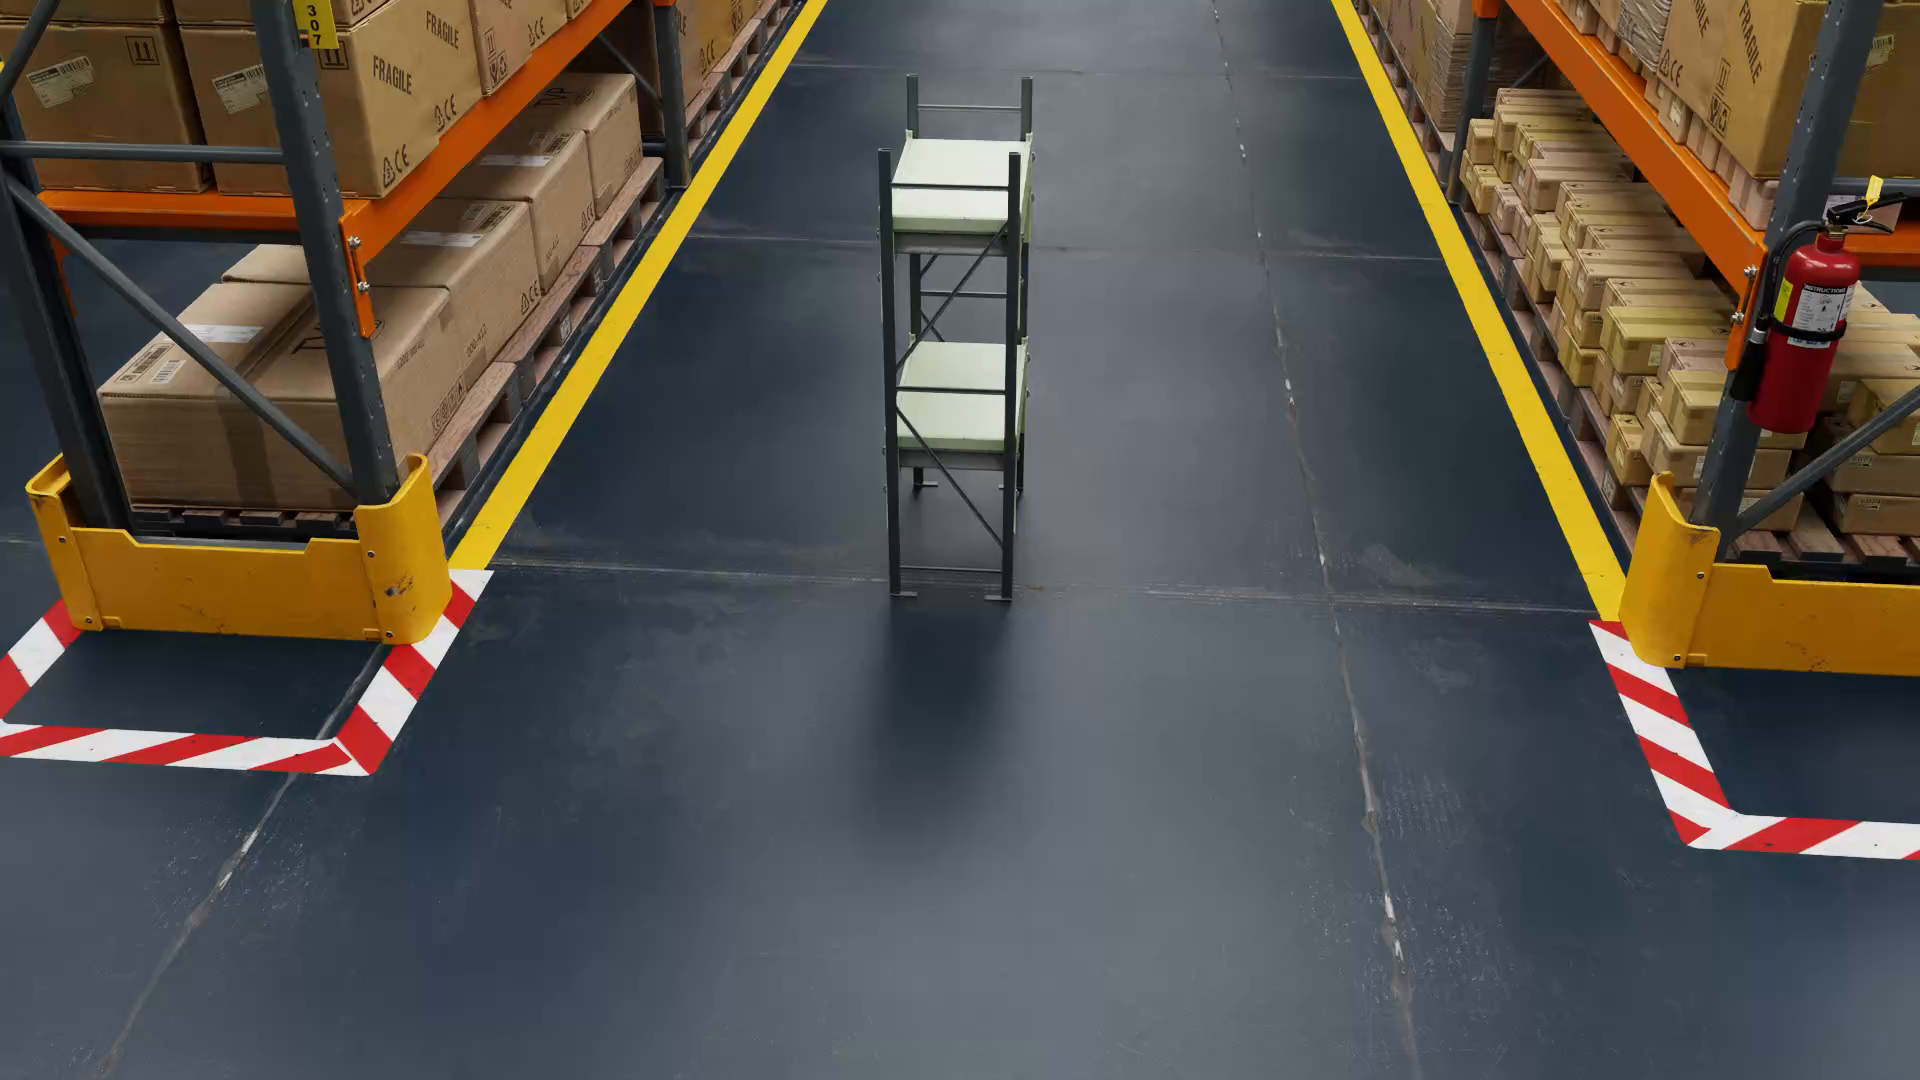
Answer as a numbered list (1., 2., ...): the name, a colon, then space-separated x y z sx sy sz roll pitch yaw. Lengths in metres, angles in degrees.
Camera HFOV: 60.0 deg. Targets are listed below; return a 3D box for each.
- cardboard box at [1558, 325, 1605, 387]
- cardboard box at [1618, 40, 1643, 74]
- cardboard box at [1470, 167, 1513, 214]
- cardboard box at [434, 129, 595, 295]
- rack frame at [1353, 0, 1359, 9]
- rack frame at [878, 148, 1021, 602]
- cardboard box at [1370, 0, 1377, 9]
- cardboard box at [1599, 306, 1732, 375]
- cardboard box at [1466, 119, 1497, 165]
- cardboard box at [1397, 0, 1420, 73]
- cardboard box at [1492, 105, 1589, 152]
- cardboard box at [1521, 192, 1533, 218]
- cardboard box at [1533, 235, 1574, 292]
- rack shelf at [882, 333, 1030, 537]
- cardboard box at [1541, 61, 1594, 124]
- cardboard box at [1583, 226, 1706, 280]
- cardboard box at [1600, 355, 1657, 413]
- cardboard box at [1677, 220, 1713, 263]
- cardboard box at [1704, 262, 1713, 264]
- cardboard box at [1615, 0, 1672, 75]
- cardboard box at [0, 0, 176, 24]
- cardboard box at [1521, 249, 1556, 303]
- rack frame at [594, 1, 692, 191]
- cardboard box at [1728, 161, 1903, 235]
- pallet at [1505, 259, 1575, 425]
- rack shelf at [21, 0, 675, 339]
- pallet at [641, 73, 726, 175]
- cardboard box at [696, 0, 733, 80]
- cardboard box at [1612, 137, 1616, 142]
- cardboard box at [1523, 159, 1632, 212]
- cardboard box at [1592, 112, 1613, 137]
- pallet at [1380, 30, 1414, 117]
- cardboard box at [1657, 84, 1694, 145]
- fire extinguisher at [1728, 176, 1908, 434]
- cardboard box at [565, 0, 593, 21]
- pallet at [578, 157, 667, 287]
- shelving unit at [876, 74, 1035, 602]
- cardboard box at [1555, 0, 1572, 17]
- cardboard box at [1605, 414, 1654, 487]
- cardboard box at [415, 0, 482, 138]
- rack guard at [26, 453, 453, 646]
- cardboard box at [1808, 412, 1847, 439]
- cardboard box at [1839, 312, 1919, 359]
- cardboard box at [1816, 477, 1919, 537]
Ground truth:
1. cardboard box: 2.516 -0.701 6.345 0.380 0.149 0.250 1 32 2
2. cardboard box: 2.631 -1.797 6.046 0.380 0.149 0.250 3 32 5
3. cardboard box: 2.642 -1.653 7.891 0.380 0.149 0.250 3 32 5
4. cardboard box: -2.158 -1.459 7.300 0.875 0.438 0.875 2 32 3
5. rack frame: 3.340 -5.095 11.159 1.000 3.000 0.127 2 32 4
6. rack frame: -0.029 -0.451 5.052 0.400 1.500 0.023 2 32 4
7. cardboard box: 3.028 -3.851 11.122 0.500 0.500 0.500 1 32 2
8. cardboard box: 2.451 -0.688 5.757 0.380 0.149 0.250 2 32 3
9. cardboard box: 2.666 -1.920 8.040 0.380 0.149 0.250 4 32 6
10. cardboard box: 2.911 -3.053 9.826 0.500 0.500 0.500 2 32 3
11. cardboard box: 2.698 -1.909 7.739 0.380 0.149 0.250 4 32 6
12. cardboard box: 2.726 -1.514 7.380 0.380 0.149 0.250 1 32 1
13. cardboard box: 2.551 -1.114 6.732 0.380 0.149 0.250 3 32 4
14. rack shelf: 0.001 -0.364 5.533 0.431 0.370 0.720 2 32 4
15. cardboard box: 3.339 -2.494 8.919 0.500 0.500 0.500 4 32 6
16. cardboard box: 2.634 -1.097 6.421 0.380 0.149 0.250 1 32 2
17. cardboard box: 2.487 -0.564 5.840 0.380 0.149 0.250 1 32 2
18. cardboard box: 3.082 -1.215 6.612 0.380 0.149 0.250 3 32 4
19. cardboard box: 3.066 -1.096 6.703 0.380 0.149 0.250 4 32 6
20. cardboard box: 2.547 -1.862 5.534 0.500 0.500 0.500 3 32 4
21. cardboard box: -2.452 -1.801 4.766 0.500 0.500 0.500 3 32 6
22. cardboard box: 2.599 -1.112 7.013 0.380 0.149 0.250 2 32 3
23. rack frame: -1.928 -3.162 8.023 1.000 3.000 0.127 2 32 4
24. cardboard box: 2.433 -0.988 4.733 0.380 0.149 0.250 2 32 4
25. pallet: 2.898 -0.824 6.887 1.003 0.211 1.213 2 32 4
26. rack shelf: -2.091 -1.810 6.514 1.077 0.370 4.000 2 32 4
27. pallet: -1.940 -2.382 9.414 1.003 0.211 1.213 2 32 4
28. cardboard box: -1.891 -3.237 9.768 0.875 0.875 0.875 3 32 5
29. cardboard box: 3.305 -1.917 8.036 0.380 0.149 0.250 3 32 5
30. cardboard box: 2.626 -1.508 7.088 0.380 0.149 0.250 3 32 5
31. cardboard box: 3.245 -2.025 7.927 0.380 0.149 0.250 3 32 5
32. pallet: 3.173 -2.864 10.195 1.003 0.211 1.213 2 32 4
33. cardboard box: 2.494 -1.383 5.374 0.380 0.149 0.250 3 32 5
34. fire extinguisher: 2.208 -0.609 4.308 0.296 0.674 0.183 2 32 4
35. cardboard box: -1.774 -2.419 6.721 0.500 0.500 0.500 2 32 3
36. pallet: -2.068 -1.581 8.114 1.003 0.211 1.213 2 32 4
37. shelving unit: 0.001 -0.642 5.362 0.431 1.500 0.755 2 32 4
38. cardboard box: 2.635 -2.212 6.720 0.380 0.149 0.250 3 32 5
39. cardboard box: 2.443 -0.300 5.695 0.380 0.149 0.250 3 32 5
40. cardboard box: -1.915 -1.618 5.421 0.500 0.500 0.500 2 32 3
41. rack guard: -2.255 0.006 5.264 1.175 0.500 0.348 2 32 4
42. cardboard box: 3.065 -0.408 5.586 0.380 0.149 0.250 2 32 4
43. cardboard box: 3.120 -0.666 5.721 0.380 0.149 0.250 2 32 4
44. cardboard box: 3.050 -0.138 5.431 0.380 0.149 0.250 3 32 5
